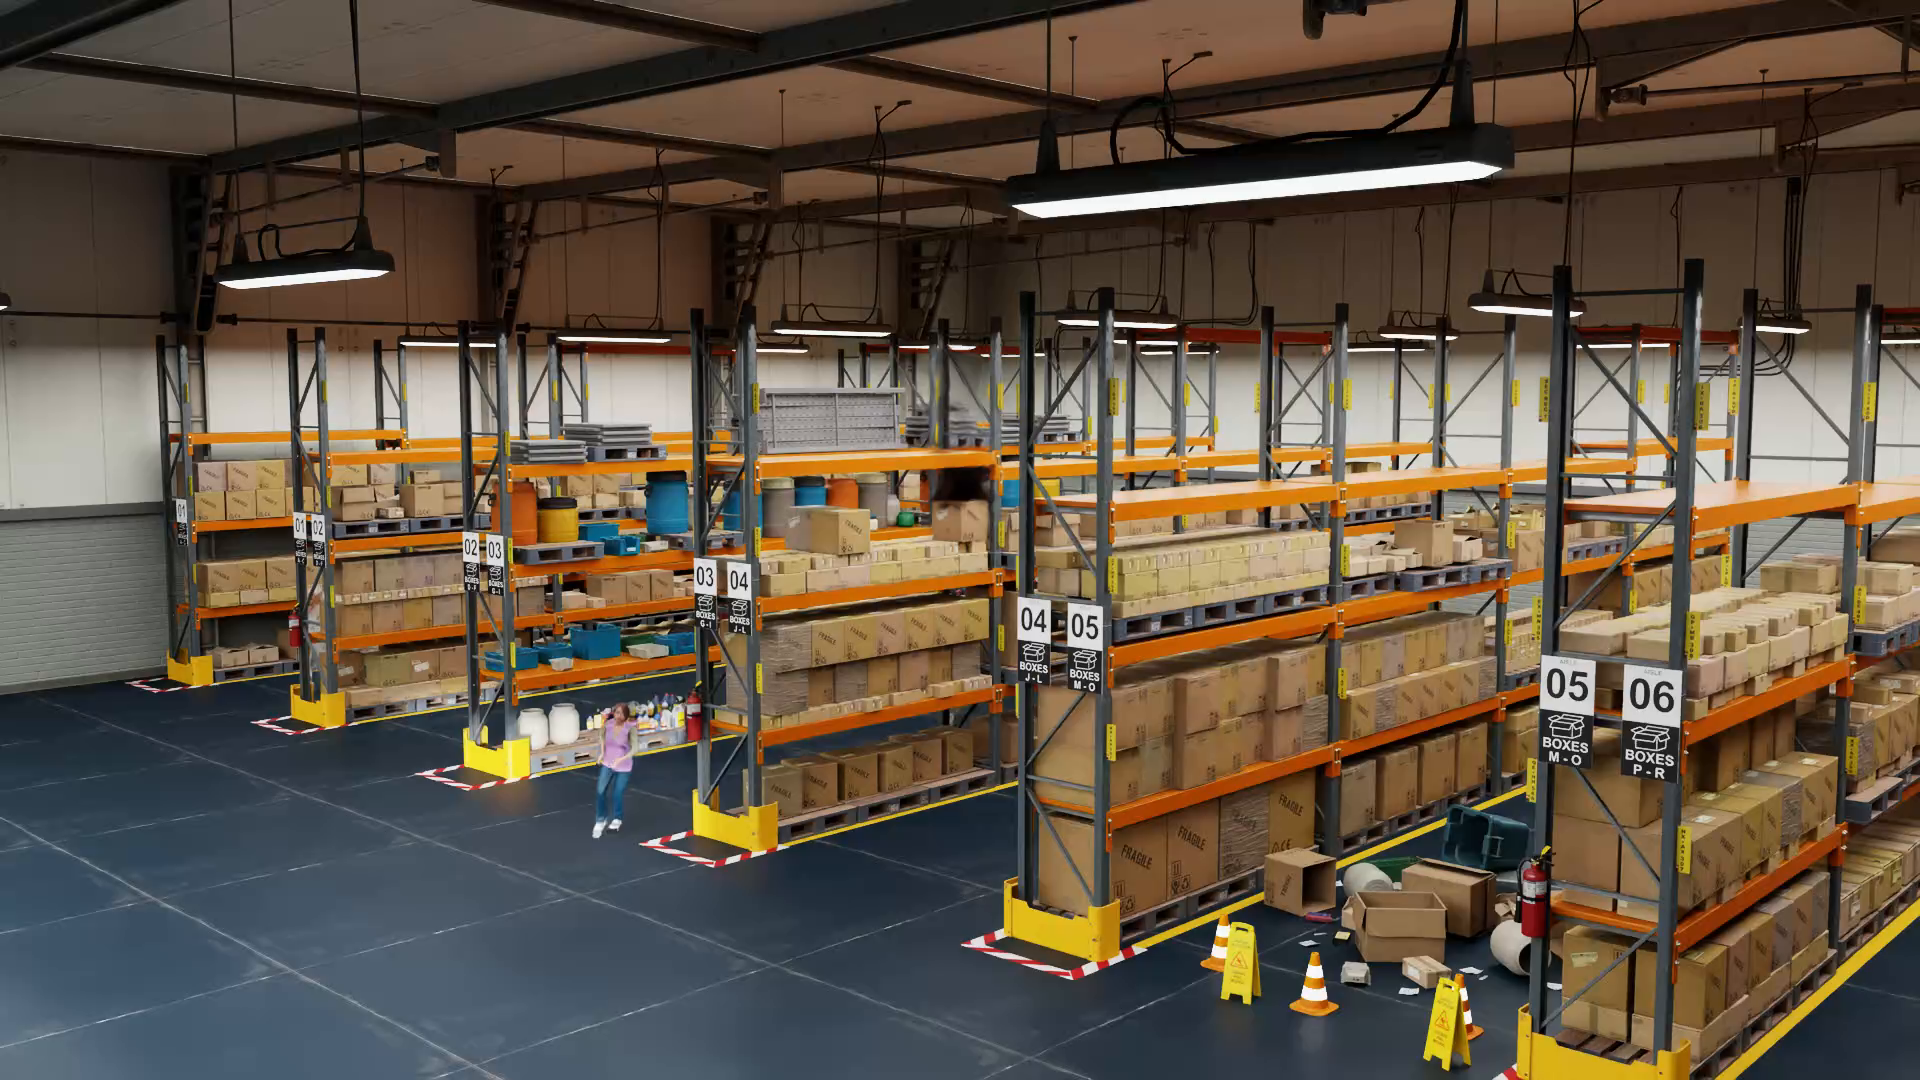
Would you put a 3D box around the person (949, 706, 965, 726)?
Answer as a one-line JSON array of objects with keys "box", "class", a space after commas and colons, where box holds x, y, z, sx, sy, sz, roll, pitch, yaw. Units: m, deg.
[{"box": [-0.192, 1.995, 25.043, 0.604, 1.654, 0.538, 5, 7, 42], "class": "person"}]

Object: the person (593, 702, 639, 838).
[{"box": [-3.915, 2.609, 19.008, 0.539, 1.563, 0.686, 1, 5, 7], "class": "person"}]

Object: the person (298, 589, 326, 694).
[{"box": [-10.753, 1.686, 27.760, 0.636, 1.766, 0.908, 1, 6, 13], "class": "person"}]
